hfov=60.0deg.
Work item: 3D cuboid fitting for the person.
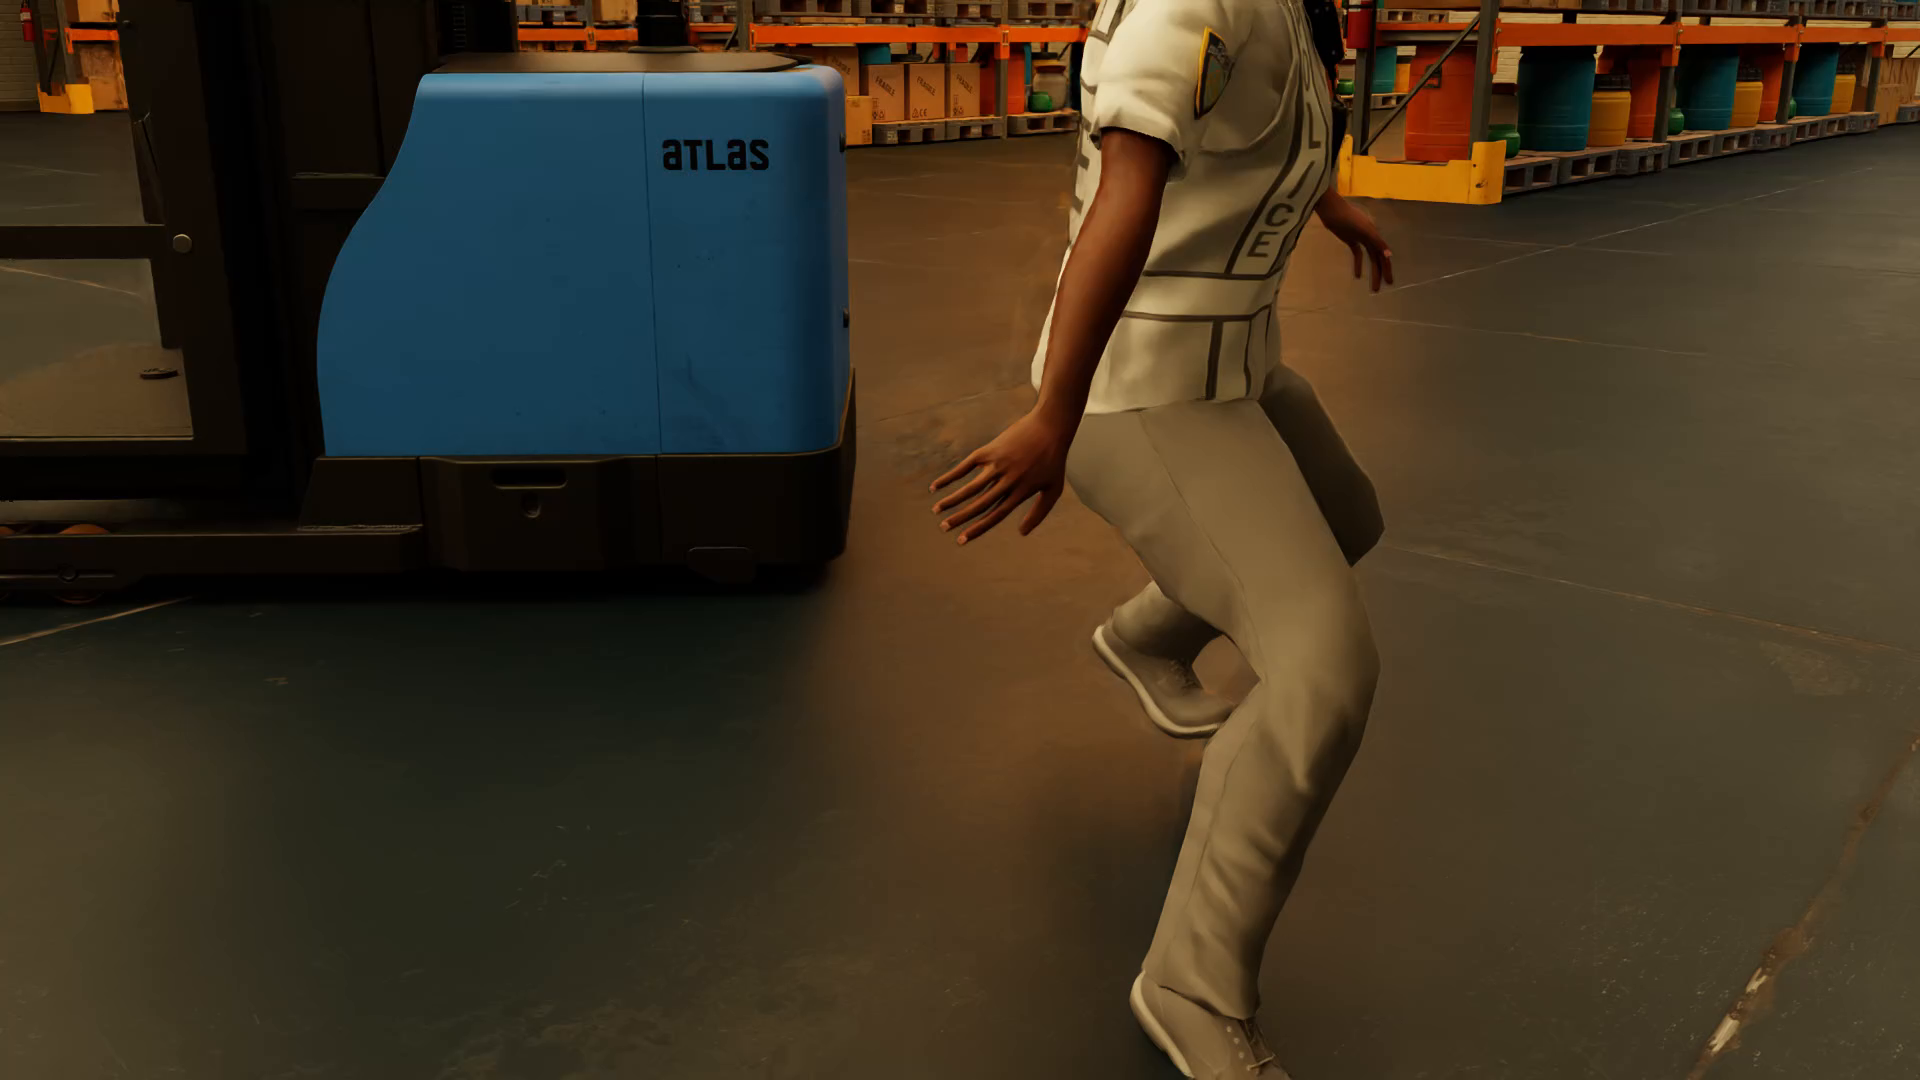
[{"bbox_3d":[0.301,-0.173,2.055,0.500,1.569,1.109,5,18,17],"label":"person"}]

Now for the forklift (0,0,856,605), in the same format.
[{"bbox_3d":[-1.779,-1.421,3.579,3.031,2.935,1.130,0,17,-2],"label":"forklift"}]
